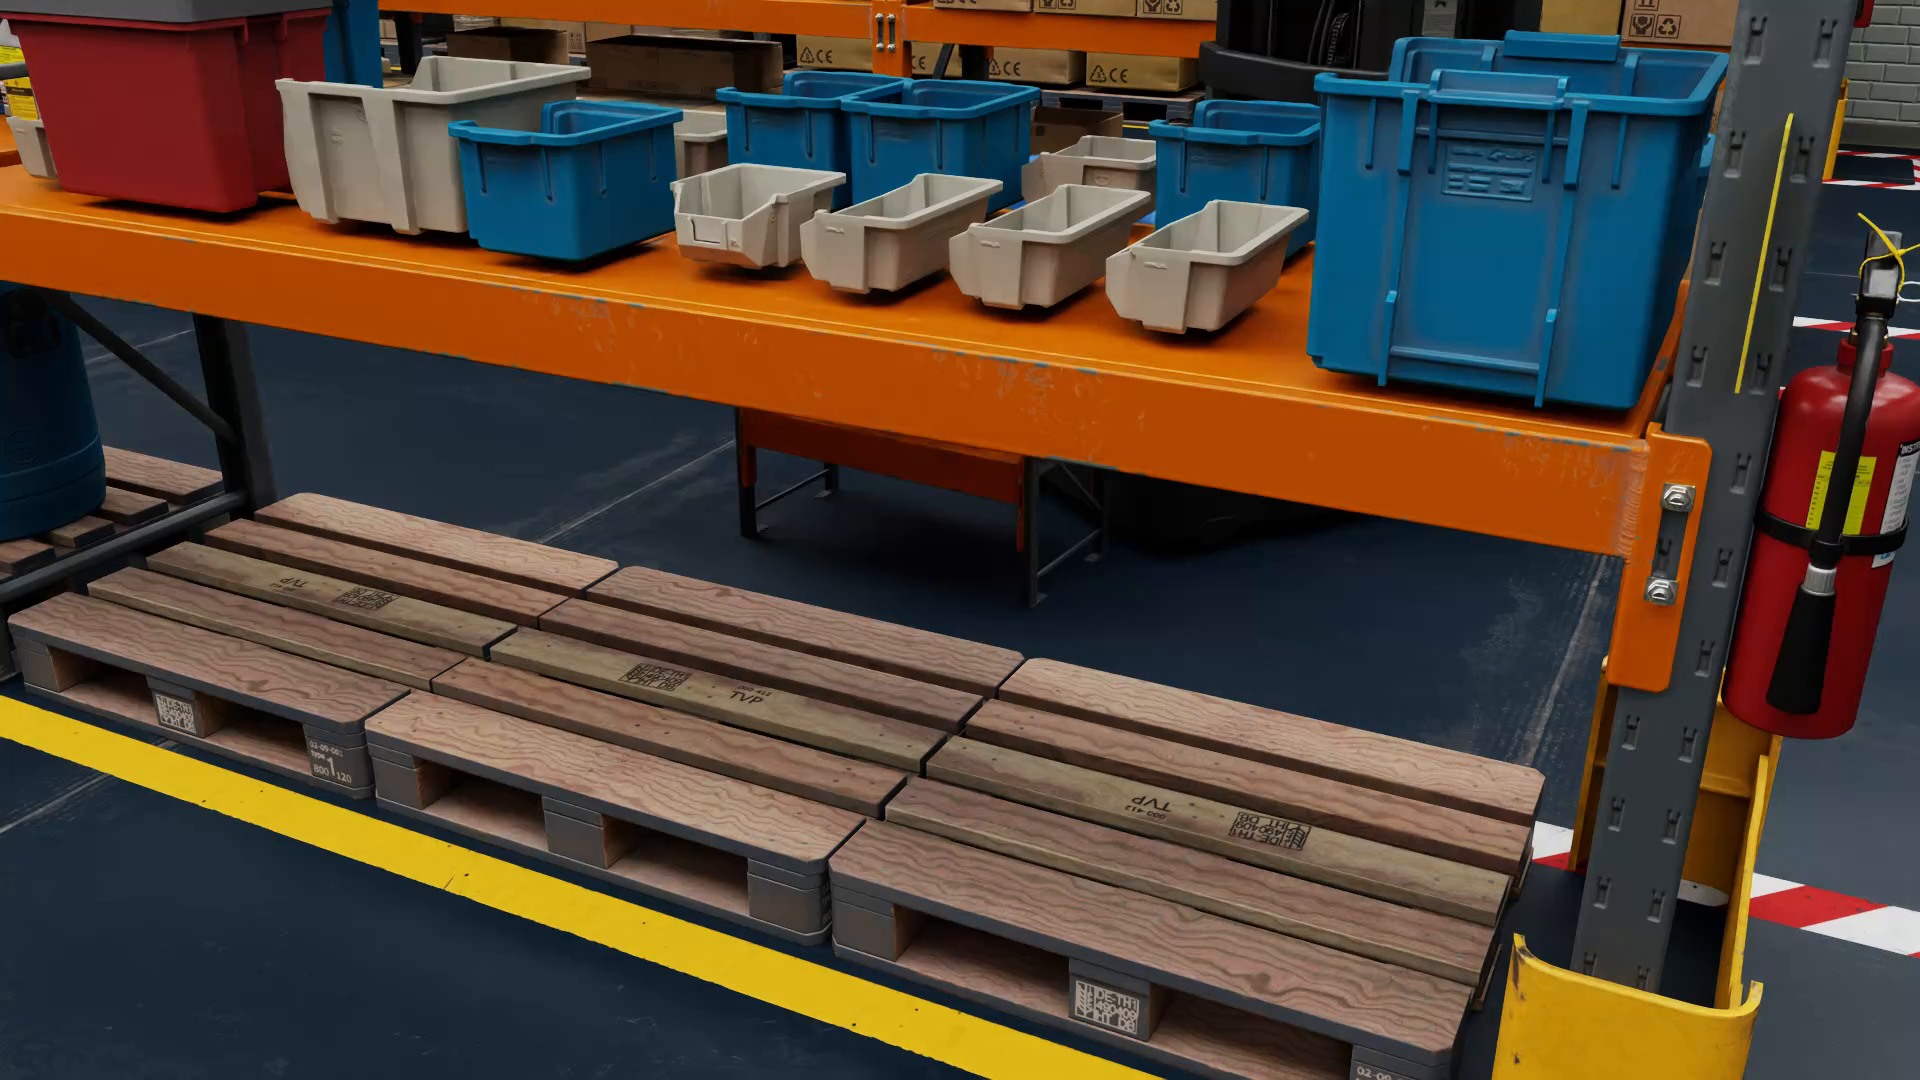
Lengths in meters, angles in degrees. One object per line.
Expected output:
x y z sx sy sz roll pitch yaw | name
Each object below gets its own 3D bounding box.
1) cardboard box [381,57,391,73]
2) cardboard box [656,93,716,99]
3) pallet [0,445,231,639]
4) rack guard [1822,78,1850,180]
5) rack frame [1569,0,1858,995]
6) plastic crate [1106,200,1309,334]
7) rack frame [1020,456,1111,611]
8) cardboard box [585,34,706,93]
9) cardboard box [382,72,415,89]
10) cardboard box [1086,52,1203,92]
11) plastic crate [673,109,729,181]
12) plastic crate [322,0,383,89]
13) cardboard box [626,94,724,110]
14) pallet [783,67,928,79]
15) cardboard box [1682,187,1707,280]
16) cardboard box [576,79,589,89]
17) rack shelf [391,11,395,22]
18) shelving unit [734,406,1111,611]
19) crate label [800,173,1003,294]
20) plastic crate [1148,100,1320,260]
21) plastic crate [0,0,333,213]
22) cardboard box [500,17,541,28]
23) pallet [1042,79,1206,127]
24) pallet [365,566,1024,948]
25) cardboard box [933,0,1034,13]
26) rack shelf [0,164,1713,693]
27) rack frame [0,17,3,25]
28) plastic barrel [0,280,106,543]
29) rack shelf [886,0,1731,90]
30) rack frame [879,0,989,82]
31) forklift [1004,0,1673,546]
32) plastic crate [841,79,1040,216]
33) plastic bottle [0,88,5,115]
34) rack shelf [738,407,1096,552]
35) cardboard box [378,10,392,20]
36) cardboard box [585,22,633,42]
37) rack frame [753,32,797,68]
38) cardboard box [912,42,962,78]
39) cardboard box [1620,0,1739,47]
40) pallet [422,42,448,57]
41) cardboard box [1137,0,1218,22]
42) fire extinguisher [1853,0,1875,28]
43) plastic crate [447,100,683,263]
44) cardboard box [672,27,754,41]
-4.025 -2.988 10.704 0.500 0.311 0.500 12 26 26 | cardboard box
-1.366 -2.305 9.469 0.500 0.500 0.500 12 26 25 | cardboard box
-3.029 -0.039 5.073 1.213 0.211 1.003 11 25 25 | pallet
5.702 -2.771 11.127 0.348 0.500 1.175 11 25 25 | rack guard
1.211 -0.465 2.511 0.127 3.000 1.000 11 25 25 | rack frame
0.401 -0.452 2.741 0.243 0.136 0.396 11 25 25 | plastic crate
0.317 -0.401 4.756 0.032 1.125 0.500 13 26 29 | rack frame
-1.783 -2.734 9.519 0.500 0.250 0.500 11 25 24 | cardboard box
-3.413 -2.479 9.879 0.500 0.500 0.500 12 26 27 | cardboard box
1.472 -3.905 12.810 0.750 0.750 0.750 12 26 25 | cardboard box
-0.669 -0.875 3.736 0.466 0.136 0.293 11 25 25 | plastic crate
-1.789 -1.229 4.250 0.575 0.384 0.392 11 25 25 | plastic crate
-1.575 -2.119 9.032 0.500 0.500 0.500 12 26 25 | cardboard box
-0.789 -3.889 14.126 1.213 0.211 1.003 11 25 25 | pallet
2.852 -1.257 7.004 0.500 0.500 0.500 11 25 25 | cardboard box
-2.288 -2.485 9.892 0.500 0.500 0.500 10 25 23 | cardboard box
-5.475 -3.629 10.871 4.000 0.370 1.077 11 25 25 | rack shelf
-0.118 -0.505 5.000 1.048 1.125 0.538 13 26 29 | shelving unit
-0.111 -0.549 2.969 0.243 0.136 0.396 11 25 25 | crate label
0.551 -0.691 3.179 0.300 0.233 0.416 11 25 25 | plastic crate
-1.675 -0.984 3.571 0.583 0.464 0.402 11 25 25 | plastic crate
-3.880 -4.899 15.568 0.500 0.500 0.700 11 25 24 | cardboard box
1.388 -3.458 13.113 1.213 0.211 1.003 11 25 25 | pallet
-0.593 0.443 3.939 1.213 0.211 1.003 11 25 25 | pallet
0.211 -2.762 7.784 0.500 0.500 0.500 12 26 26 | cardboard box
-0.574 -0.487 3.483 4.000 0.370 1.077 11 25 25 | rack shelf
-7.260 -4.314 11.560 0.127 3.000 1.000 11 25 25 | rack frame
-2.837 -0.501 4.741 0.708 0.901 0.600 11 25 25 | plastic barrel
1.664 -2.217 7.549 4.000 0.370 1.077 11 25 25 | rack shelf
-0.121 -2.901 8.239 0.127 3.000 1.000 11 25 25 | rack frame
1.674 -1.723 5.557 3.031 2.935 1.130 -12 26 -25 | forklift
-0.036 -0.807 3.452 0.300 0.233 0.416 11 25 25 | plastic crate
-2.811 -1.381 4.829 0.097 0.271 0.097 0 23 0 | plastic bottle
-0.118 -0.280 5.095 1.000 0.278 0.538 13 26 29 | rack shelf
-5.973 -5.266 16.431 0.500 0.500 0.500 9 25 21 | cardboard box
-2.988 -4.709 15.121 0.500 0.500 0.700 11 25 24 | cardboard box
-1.459 -5.338 13.969 0.127 3.000 1.000 11 25 25 | rack frame
-0.083 -4.209 13.526 0.750 0.750 0.750 11 25 24 | cardboard box
2.926 -2.225 6.521 0.500 0.500 0.500 12 26 26 | cardboard box
-4.333 -4.624 15.854 1.213 0.211 1.003 11 25 25 | pallet
1.115 -2.583 7.364 0.500 0.500 0.500 11 25 24 | cardboard box
5.607 -3.530 10.294 0.183 0.674 0.296 11 25 25 | fire extinguisher
-0.738 -0.689 3.175 0.300 0.233 0.416 11 25 25 | plastic crate
-2.125 -4.499 14.628 0.500 0.500 0.700 12 26 25 | cardboard box
